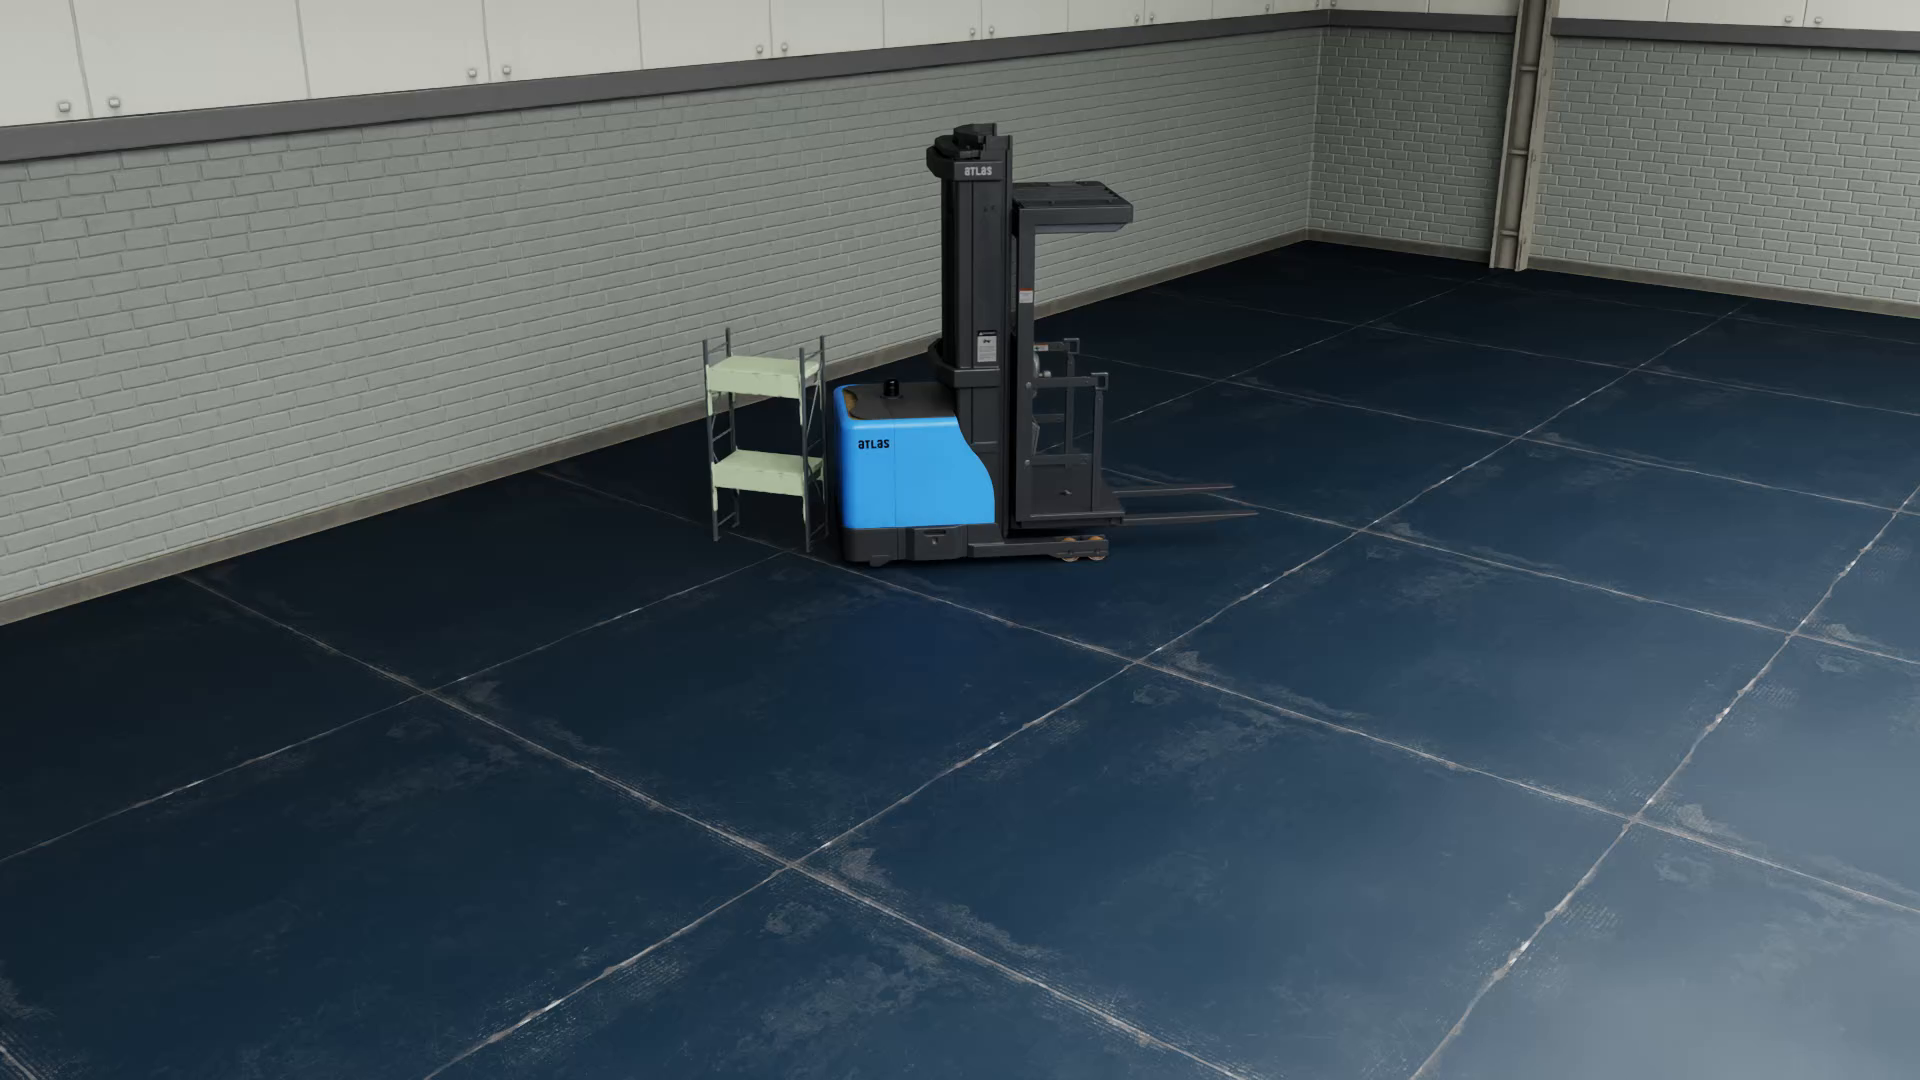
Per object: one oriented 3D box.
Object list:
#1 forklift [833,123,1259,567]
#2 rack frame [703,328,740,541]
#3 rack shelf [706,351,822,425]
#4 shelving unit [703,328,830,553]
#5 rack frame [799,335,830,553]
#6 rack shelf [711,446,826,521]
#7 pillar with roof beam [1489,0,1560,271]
[{"bbox_3d":[0.622,-1.400,11.728,3.031,2.935,1.130,-3,21,-7],"label":"forklift"},{"bbox_3d":[-1.728,-0.760,12.057,0.023,1.500,0.400,7,22,17],"label":"rack frame"},{"bbox_3d":[-1.380,-1.085,11.814,0.720,0.370,0.431,7,22,17],"label":"rack shelf"},{"bbox_3d":[-1.380,-0.720,11.951,0.755,1.500,0.431,7,22,17],"label":"shelving unit"},{"bbox_3d":[-1.032,-0.680,11.845,0.023,1.500,0.400,7,22,17],"label":"rack frame"},{"bbox_3d":[-1.380,-0.415,12.066,0.720,0.370,0.431,7,22,17],"label":"rack shelf"},{"bbox_3d":[4.371,-6.558,16.806,0.400,9.000,9.100,16,26,36],"label":"pillar with roof beam"}]
